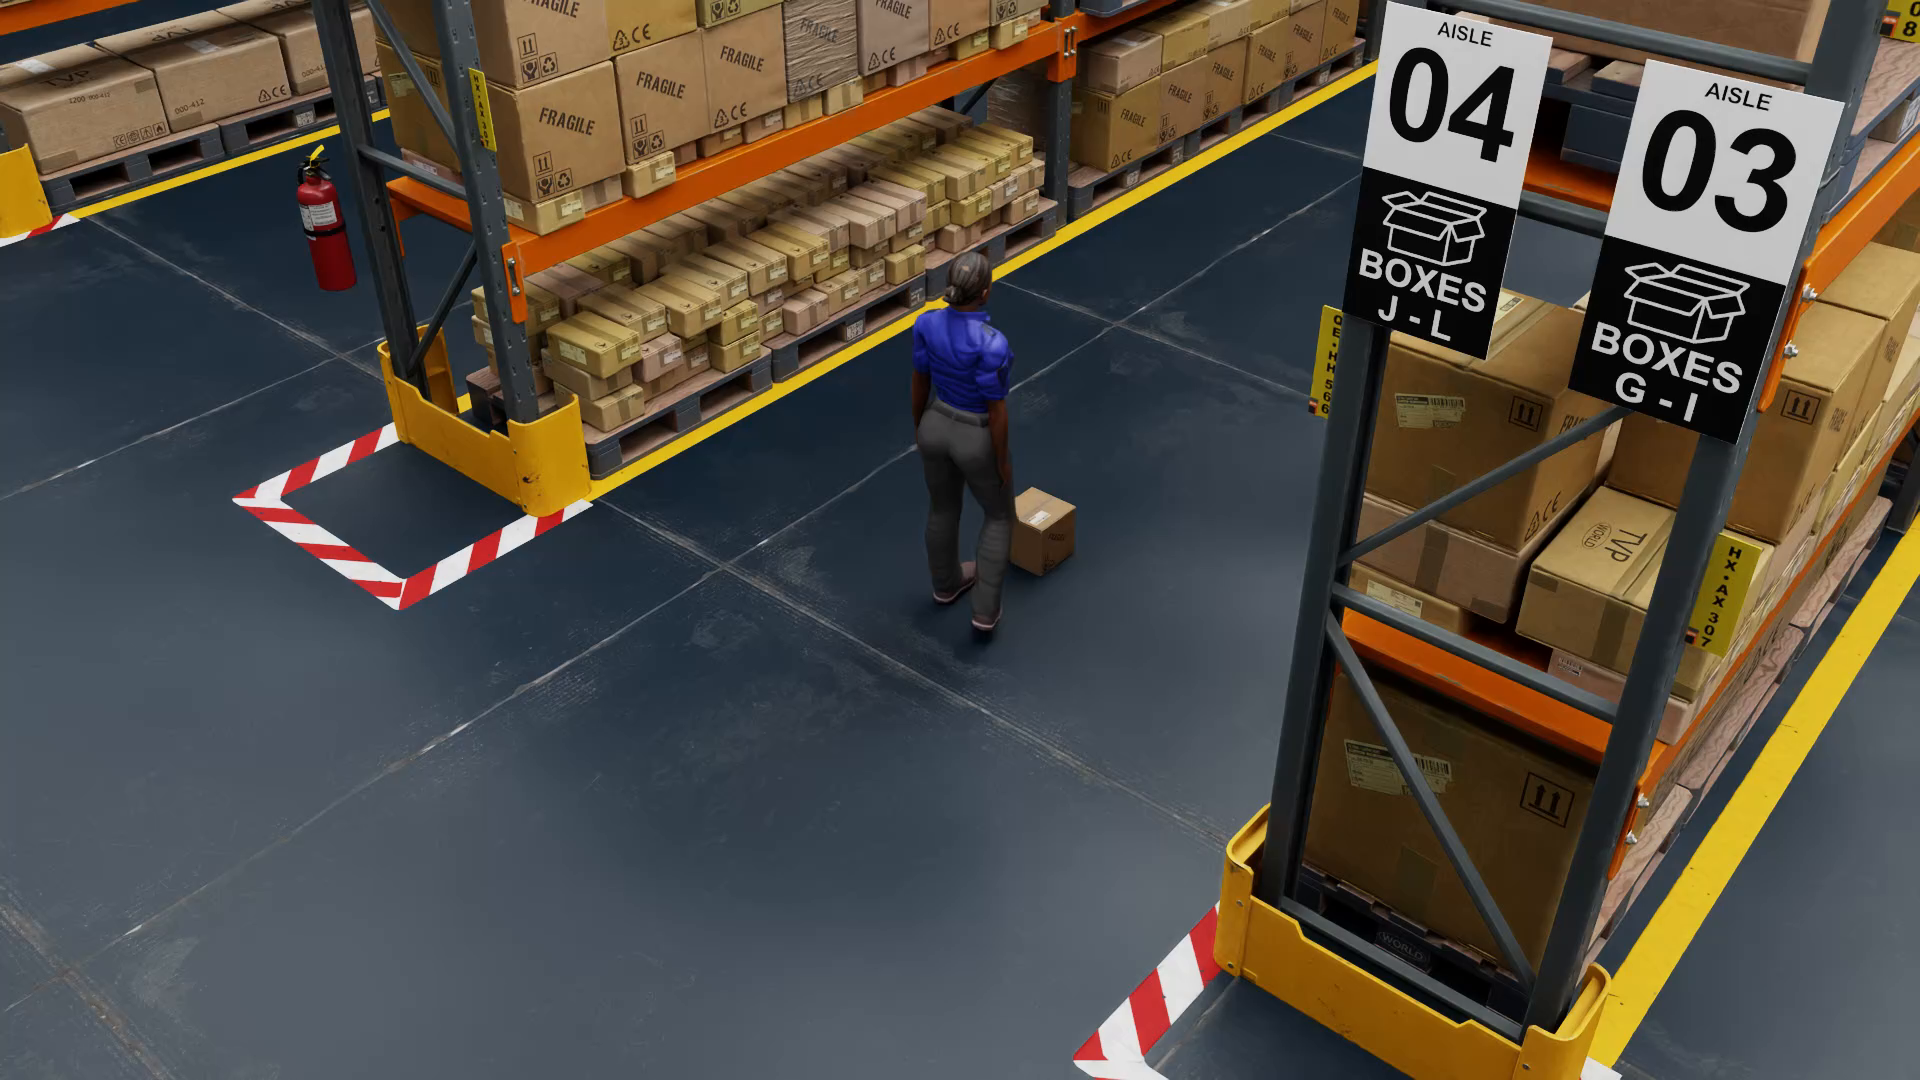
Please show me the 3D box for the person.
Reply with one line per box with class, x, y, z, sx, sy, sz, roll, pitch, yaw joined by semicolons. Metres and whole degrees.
person;0.025;-0.408;6.707;0.479;1.655;0.439;20;40;26
